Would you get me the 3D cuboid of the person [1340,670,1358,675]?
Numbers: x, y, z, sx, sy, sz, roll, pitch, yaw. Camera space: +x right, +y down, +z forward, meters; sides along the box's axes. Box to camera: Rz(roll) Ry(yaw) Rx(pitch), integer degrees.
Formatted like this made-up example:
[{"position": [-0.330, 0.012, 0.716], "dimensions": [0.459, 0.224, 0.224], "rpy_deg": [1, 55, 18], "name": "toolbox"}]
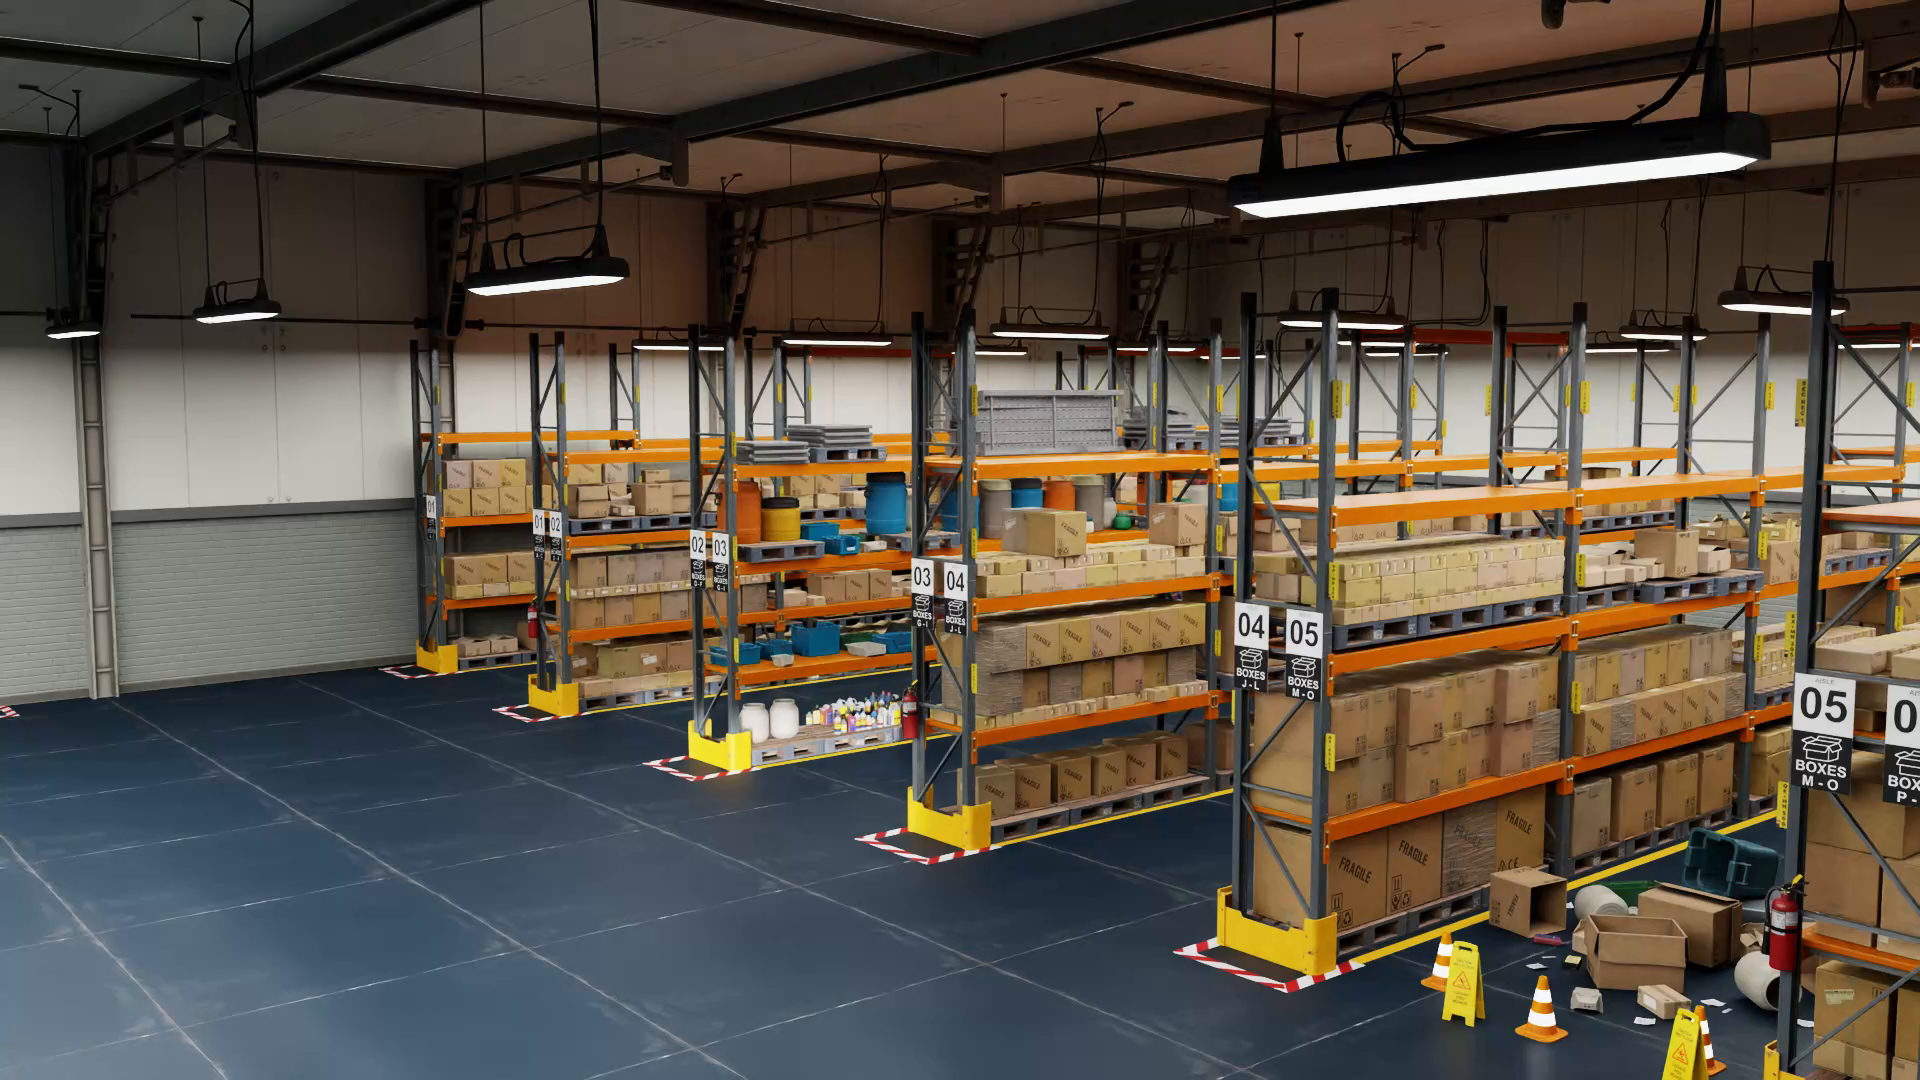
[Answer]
[{"position": [4.791, 2.391, 20.699], "dimensions": [1.011, 1.673, 0.563], "rpy_deg": [-5, 7, -44], "name": "person"}]
